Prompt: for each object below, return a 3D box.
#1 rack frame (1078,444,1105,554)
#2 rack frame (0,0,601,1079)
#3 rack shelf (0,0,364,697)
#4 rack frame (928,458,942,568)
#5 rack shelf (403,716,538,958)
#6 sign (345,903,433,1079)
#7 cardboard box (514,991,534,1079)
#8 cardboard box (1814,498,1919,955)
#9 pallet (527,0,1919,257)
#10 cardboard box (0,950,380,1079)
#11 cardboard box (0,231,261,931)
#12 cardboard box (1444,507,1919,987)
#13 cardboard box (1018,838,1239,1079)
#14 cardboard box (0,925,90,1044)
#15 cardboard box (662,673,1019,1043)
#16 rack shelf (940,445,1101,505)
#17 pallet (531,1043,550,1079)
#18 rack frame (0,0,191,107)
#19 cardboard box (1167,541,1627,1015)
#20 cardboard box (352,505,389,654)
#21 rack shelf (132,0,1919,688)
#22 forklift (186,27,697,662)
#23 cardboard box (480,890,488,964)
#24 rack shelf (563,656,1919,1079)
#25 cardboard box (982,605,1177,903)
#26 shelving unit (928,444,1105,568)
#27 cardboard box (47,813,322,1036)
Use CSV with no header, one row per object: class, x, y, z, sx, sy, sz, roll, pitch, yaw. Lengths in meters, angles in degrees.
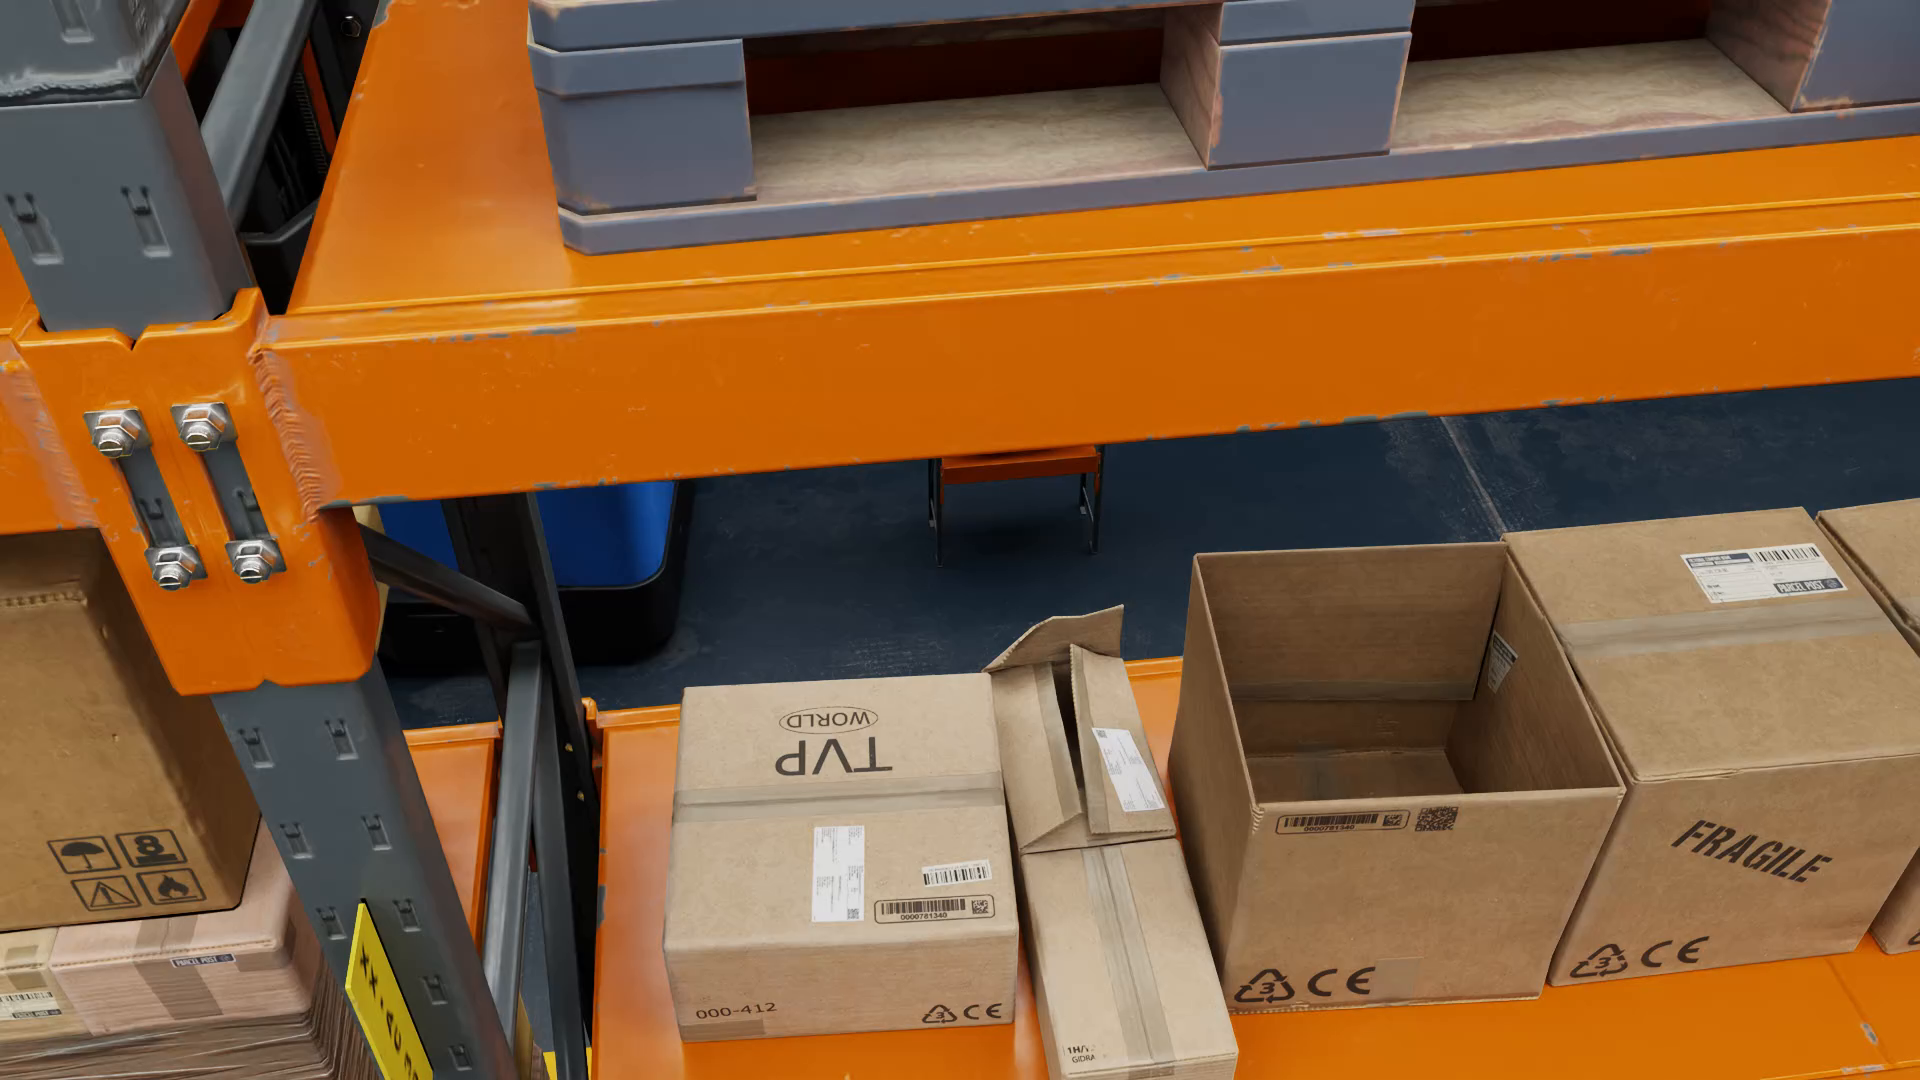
rack frame,0.406,-0.481,4.888,0.015,1.200,0.240,-5,42,-6
rack frame,-0.665,0.498,2.459,0.127,3.000,1.000,-5,42,-6
rack shelf,-2.648,-0.175,1.503,4.000,0.370,1.077,-5,42,-6
rack frame,-0.078,-0.439,4.841,0.015,1.200,0.240,-5,42,-6
rack shelf,-2.648,0.938,2.507,4.000,0.370,1.077,-5,42,-6
sign,-0.592,0.515,1.734,0.005,0.325,0.100,-5,42,-6
cardboard box,-1.164,1.202,3.418,0.500,0.250,0.500,-5,42,-6
cardboard box,1.640,0.270,2.637,0.500,0.500,0.500,-7,43,-8
pallet,0.208,-0.630,1.613,1.217,0.209,0.805,-7,42,-7
cardboard box,-1.104,0.503,2.378,0.500,0.500,0.700,-6,42,-7
cardboard box,-1.104,0.021,1.943,0.500,0.500,0.700,-5,42,-5
cardboard box,1.118,0.315,2.586,0.500,0.500,0.500,-5,42,-5
cardboard box,0.240,0.650,2.478,0.250,0.149,0.380,-5,42,-6
cardboard box,-1.152,0.406,2.002,0.250,0.149,0.380,-6,42,-6
cardboard box,-0.183,0.481,2.589,0.500,0.250,0.500,-3,42,-3
rack shelf,0.164,-0.263,5.042,0.480,0.148,0.258,-5,42,-6
pallet,-1.459,1.574,3.347,1.213,0.211,1.003,-5,42,-6
rack frame,-0.665,-1.730,0.450,0.127,3.000,1.000,-5,42,-6
cardboard box,0.621,0.359,2.538,0.500,0.500,0.500,-2,42,-2
cardboard box,-0.957,0.114,2.325,0.250,0.149,0.380,-5,42,-6
rack shelf,1.318,-0.523,1.888,4.000,0.370,1.077,-5,42,-6
forklift,-2.357,-1.049,4.225,3.031,2.935,1.130,-1,42,-1
cardboard box,-1.165,0.916,3.174,0.500,0.500,0.500,-5,42,-6
rack shelf,1.318,0.591,2.892,4.000,0.370,1.077,-5,42,-6
cardboard box,0.183,0.349,2.724,0.258,0.266,0.396,-6,42,-7
shelving unit,0.164,-0.460,4.864,0.503,1.200,0.258,-5,42,-6
cardboard box,-0.907,0.385,2.024,0.250,0.149,0.380,-5,42,-6
